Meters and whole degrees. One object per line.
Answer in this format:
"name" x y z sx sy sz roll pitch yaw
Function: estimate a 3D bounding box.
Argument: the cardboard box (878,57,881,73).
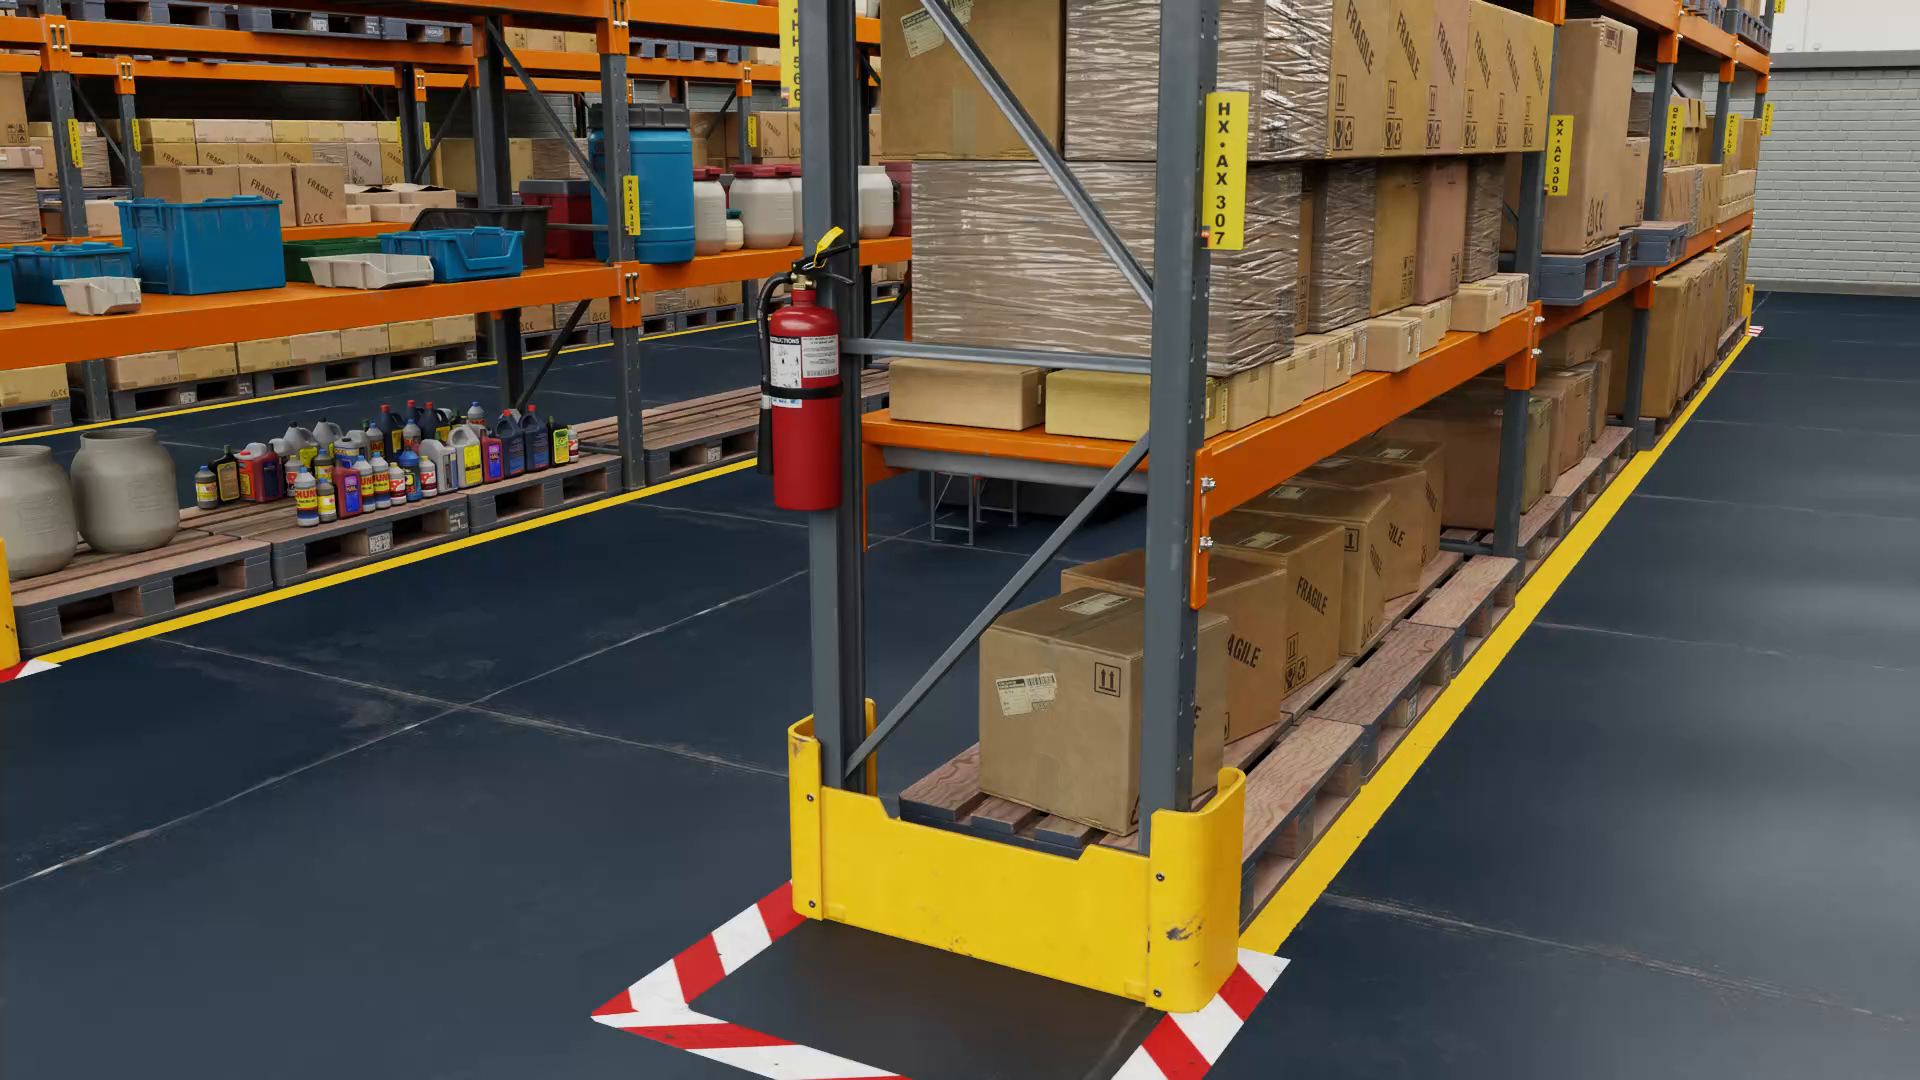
"cardboard box" -1.119 -5.979 20.853 0.500 0.250 0.500 7 15 28

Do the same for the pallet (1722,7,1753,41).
"pallet" 6.291 -4.468 14.456 1.003 0.211 1.213 7 15 28

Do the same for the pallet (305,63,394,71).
"pallet" -7.522 -5.741 19.957 0.805 0.209 1.217 7 15 26

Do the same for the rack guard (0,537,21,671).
"rack guard" -4.255 0.209 6.601 1.175 0.500 0.348 7 15 28

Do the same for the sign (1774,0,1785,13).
"sign" 8.288 -5.493 16.797 0.100 0.325 0.005 7 15 28

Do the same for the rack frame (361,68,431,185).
"rack frame" -7.122 -4.570 21.089 1.000 3.000 0.127 7 15 28

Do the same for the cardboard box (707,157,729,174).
"cardboard box" -2.767 -4.190 19.298 0.500 0.500 0.500 8 16 29

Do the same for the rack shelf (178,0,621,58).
"rack shelf" -3.284 -2.504 7.656 1.077 0.370 4.000 7 15 28

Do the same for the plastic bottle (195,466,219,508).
"plastic bottle" -3.747 -0.265 8.266 0.097 0.201 0.097 0 14 0

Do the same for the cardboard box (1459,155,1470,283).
"cardboard box" 1.474 -1.254 6.488 0.875 0.500 0.500 7 15 28

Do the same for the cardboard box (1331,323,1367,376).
"cardboard box" 1.030 -0.591 5.120 0.380 0.149 0.250 7 15 28

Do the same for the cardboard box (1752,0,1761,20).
"cardboard box" 7.615 -5.354 16.618 0.700 0.500 0.500 6 15 25

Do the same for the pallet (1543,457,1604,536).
"pallet" 2.983 -0.301 9.330 1.003 0.211 1.213 7 15 28

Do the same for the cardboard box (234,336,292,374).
"cardboard box" -5.743 -1.502 13.333 0.500 0.250 0.500 7 15 26

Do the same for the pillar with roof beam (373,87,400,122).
"pillar with roof beam" -3.772 -7.240 19.365 9.100 9.000 0.400 7 15 28

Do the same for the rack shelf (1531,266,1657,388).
"rack shelf" 2.986 -1.306 9.084 1.077 0.370 4.000 7 15 28

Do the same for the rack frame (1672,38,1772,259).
"rack frame" 7.820 -3.707 17.510 1.000 3.000 0.127 7 15 28

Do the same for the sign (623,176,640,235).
"sign" -1.841 -1.876 9.325 0.100 0.325 0.005 7 15 28

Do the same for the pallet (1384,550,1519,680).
"pallet" 1.725 0.252 7.036 1.003 0.211 1.213 7 15 28

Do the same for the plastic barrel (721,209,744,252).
"plastic barrel" -1.543 -1.993 10.696 0.301 0.262 0.301 0 14 0

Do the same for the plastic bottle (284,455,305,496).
"plastic bottle" -3.416 -0.332 8.543 0.097 0.201 0.097 0 14 0

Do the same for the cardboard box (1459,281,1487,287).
"cardboard box" 1.869 -0.951 6.613 0.380 0.149 0.250 7 15 28

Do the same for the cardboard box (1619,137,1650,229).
"cardboard box" 3.544 -2.077 9.640 0.700 0.500 0.500 10 17 36

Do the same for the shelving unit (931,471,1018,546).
"shelving unit" 0.080 -0.617 8.534 0.258 1.200 0.503 7 15 28

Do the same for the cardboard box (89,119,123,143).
"cardboard box" -9.064 -4.439 18.056 0.500 0.250 0.500 8 16 30

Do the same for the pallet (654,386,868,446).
"pallet" -1.383 -0.867 11.681 1.003 0.211 1.213 7 15 28

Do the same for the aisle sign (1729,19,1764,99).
"aisle sign" 8.117 -4.951 17.125 0.394 0.787 0.004 7 15 28

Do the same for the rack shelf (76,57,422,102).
"rack shelf" -8.089 -5.268 19.120 1.077 0.370 4.000 7 15 28

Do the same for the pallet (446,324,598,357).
"pallet" -4.324 -1.982 16.305 1.003 0.211 1.213 7 15 28

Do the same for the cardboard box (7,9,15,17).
"cardboard box" -9.605 -5.144 16.815 0.500 0.500 0.500 7 15 28

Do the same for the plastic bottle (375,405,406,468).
"plastic bottle" -3.162 -0.575 9.231 0.144 0.351 0.185 7 15 26

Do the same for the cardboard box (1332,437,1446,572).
"cardboard box" 1.790 -0.156 7.220 0.500 0.500 0.500 7 15 26

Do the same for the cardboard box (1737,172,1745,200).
"cardboard box" 7.078 -3.333 15.645 0.500 0.250 0.500 7 15 28

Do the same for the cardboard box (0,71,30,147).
"cardboard box" -6.860 -2.956 11.412 0.700 0.500 0.500 7 15 28

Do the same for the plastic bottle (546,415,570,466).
"plastic bottle" -2.261 -0.563 9.327 0.061 0.283 0.133 8 16 31

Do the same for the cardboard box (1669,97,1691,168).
"cardboard box" 4.956 -3.022 12.314 0.797 0.503 0.637 8 16 30

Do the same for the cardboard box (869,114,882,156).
"cardboard box" -1.315 -5.032 20.658 0.500 0.500 0.500 8 16 30

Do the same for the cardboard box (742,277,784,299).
"cardboard box" -2.392 -2.978 19.283 0.500 0.311 0.500 7 15 28

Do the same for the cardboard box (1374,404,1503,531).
"cardboard box" 2.334 -0.367 8.051 0.700 0.500 0.500 6 15 24

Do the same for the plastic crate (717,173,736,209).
"plastic crate" -1.432 -2.361 11.790 0.402 0.464 0.583 7 15 28

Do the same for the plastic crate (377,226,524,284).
"plastic crate" -2.614 -1.476 8.573 0.499 0.251 0.616 7 15 28

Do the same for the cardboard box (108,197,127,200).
"cardboard box" -6.387 -2.504 12.806 0.396 0.266 0.258 7 15 27

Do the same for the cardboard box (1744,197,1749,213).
"cardboard box" 7.567 -3.318 16.433 0.380 0.149 0.250 8 16 29

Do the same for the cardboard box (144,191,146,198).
"cardboard box" -8.694 -3.678 17.883 0.380 0.149 0.250 7 15 27

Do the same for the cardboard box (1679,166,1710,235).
"cardboard box" 5.407 -2.599 12.702 0.500 0.500 0.500 7 15 27

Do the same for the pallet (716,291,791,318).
"pallet" -2.451 -2.795 19.675 1.003 0.211 1.213 7 15 28

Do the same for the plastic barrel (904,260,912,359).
"plastic barrel" -0.162 -1.878 13.659 0.600 0.830 0.708 7 15 28

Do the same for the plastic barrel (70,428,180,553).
"plastic barrel" -3.757 -0.227 7.486 0.421 0.512 0.421 0 14 0

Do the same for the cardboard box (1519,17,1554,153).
"cardboard box" 2.042 -1.801 6.621 0.500 0.500 0.500 7 15 28

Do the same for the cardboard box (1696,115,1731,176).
"cardboard box" 6.341 -3.392 14.288 0.500 0.500 0.500 7 15 28

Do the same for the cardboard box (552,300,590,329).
"cardboard box" -3.999 -2.357 16.303 0.500 0.500 0.500 7 15 26

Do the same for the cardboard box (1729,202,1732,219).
"cardboard box" 6.700 -2.949 14.903 0.380 0.149 0.250 7 15 27

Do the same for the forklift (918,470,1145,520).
"forklift" 0.889 -1.834 9.886 1.130 2.935 3.031 7 15 26

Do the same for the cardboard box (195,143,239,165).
"cardboard box" -8.336 -4.129 18.371 0.500 0.500 0.500 8 16 30

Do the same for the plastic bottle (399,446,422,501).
"plastic bottle" -2.789 -0.342 8.435 0.097 0.271 0.097 0 14 0
